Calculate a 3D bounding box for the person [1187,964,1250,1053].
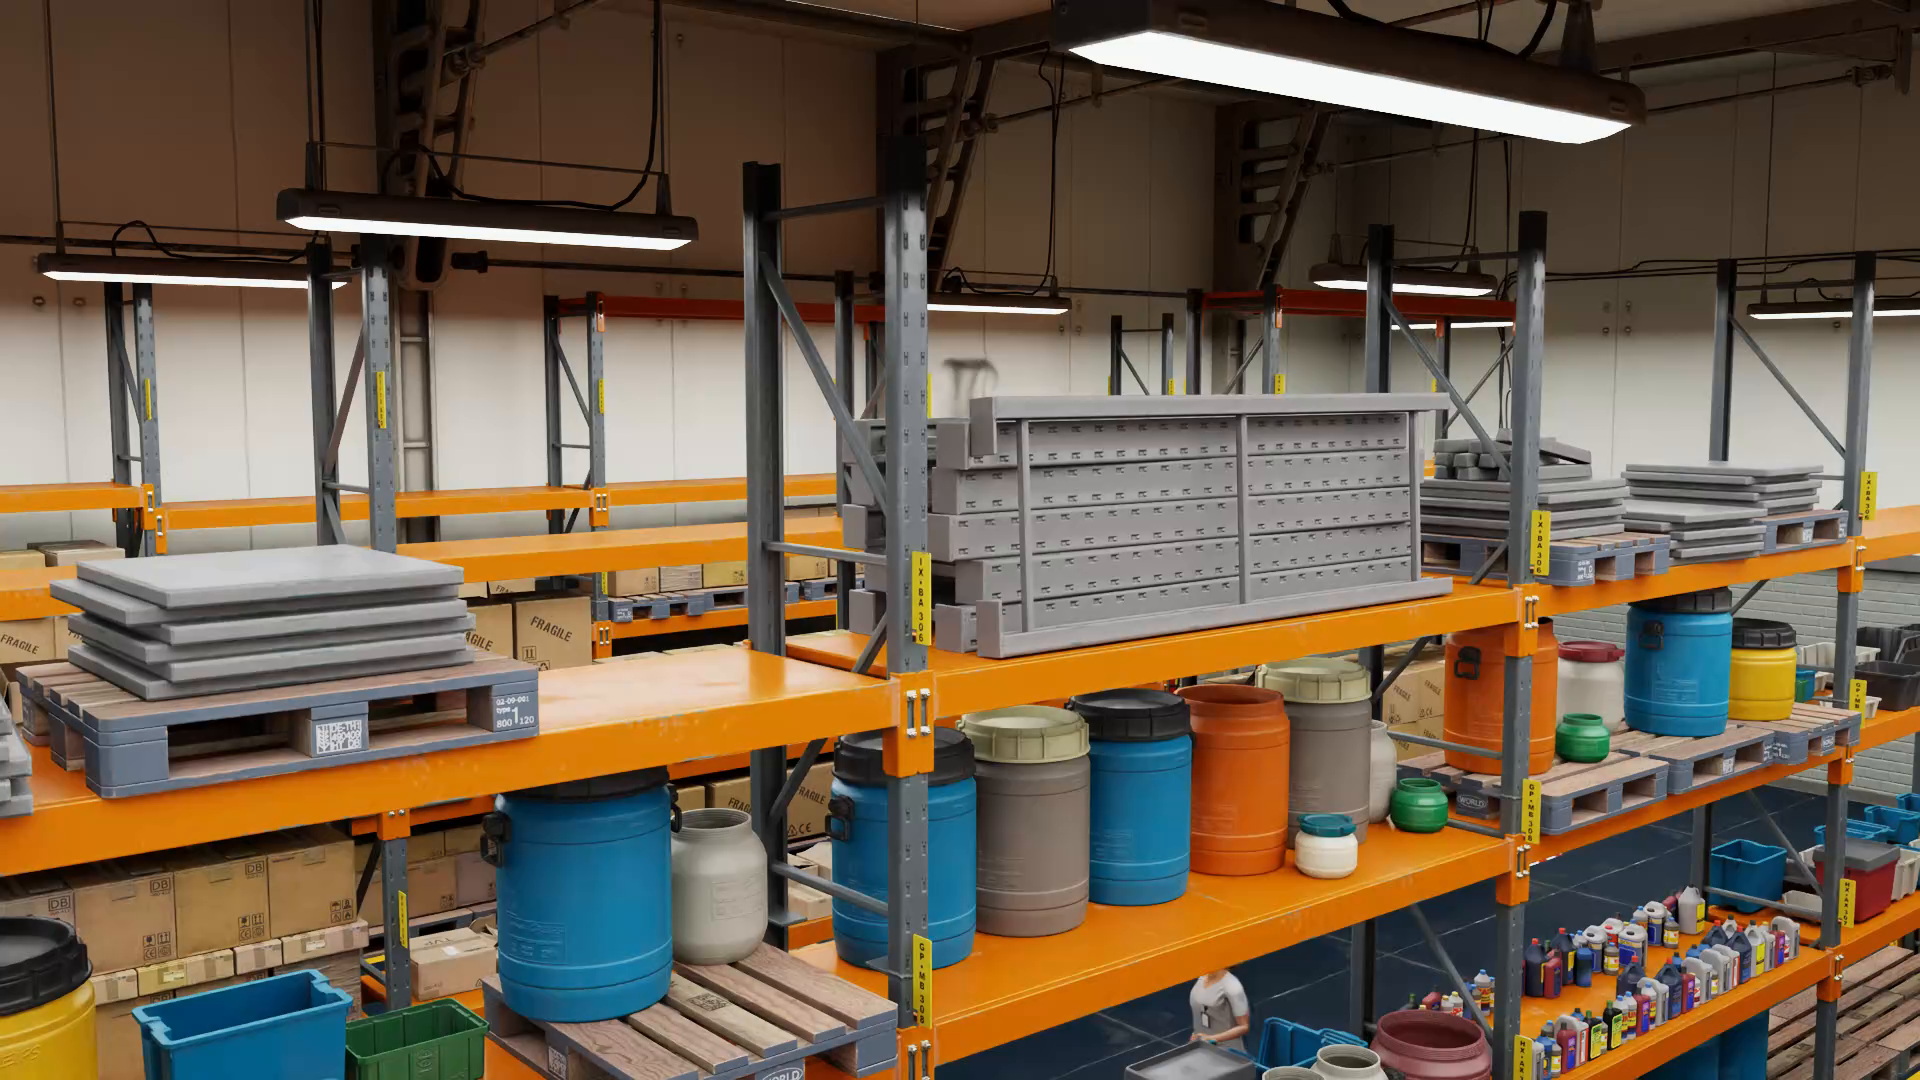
[{"bbox_3d":[1.617,3.326,10.685,0.562,1.637,0.551,-4,7,-34],"label":"person"}]
